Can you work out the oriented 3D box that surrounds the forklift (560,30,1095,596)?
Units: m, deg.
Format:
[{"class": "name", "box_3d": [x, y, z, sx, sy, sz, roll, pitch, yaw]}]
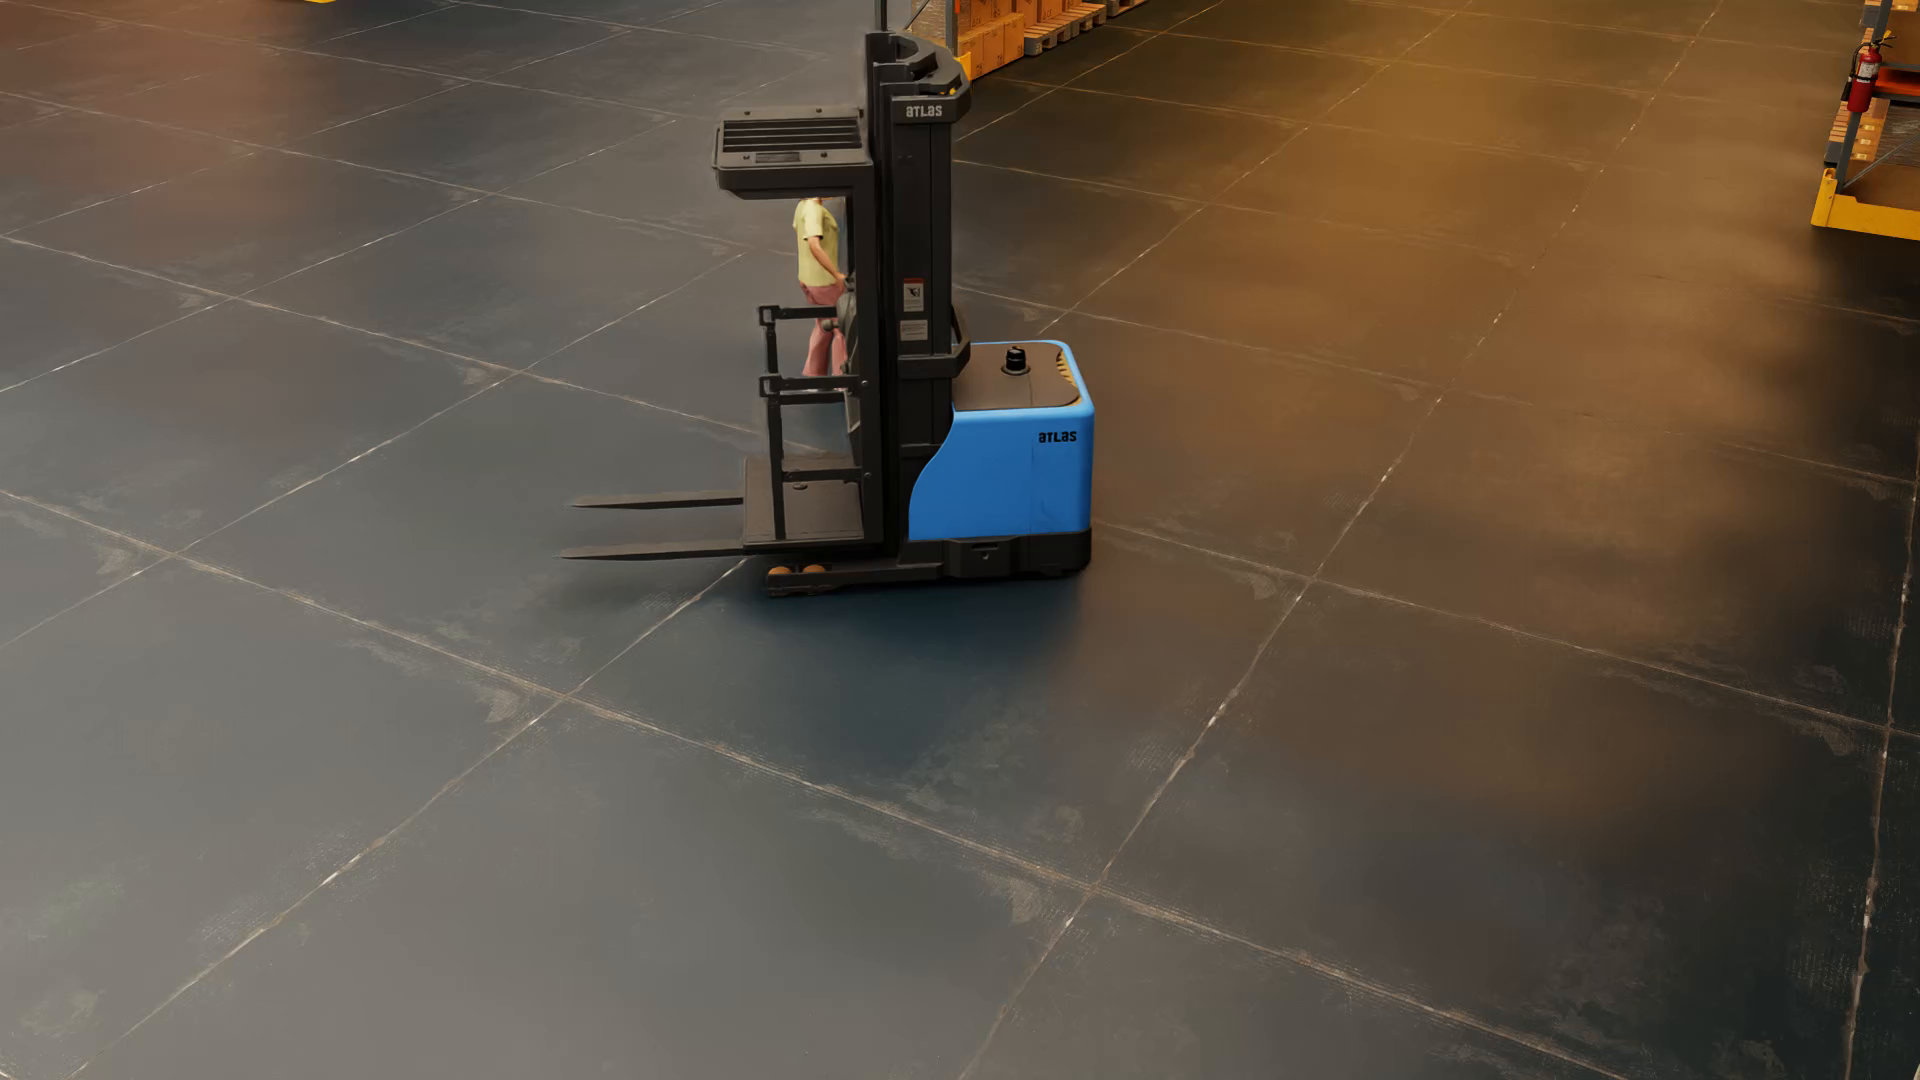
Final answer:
[{"class": "forklift", "box_3d": [-0.792, -1.228, 9.198, 3.031, 2.935, 1.130, -3, 30, -5]}]

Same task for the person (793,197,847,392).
[{"class": "person", "box_3d": [-0.904, -1.804, 11.485, 0.485, 1.648, 0.655, -13, 33, -22]}]
